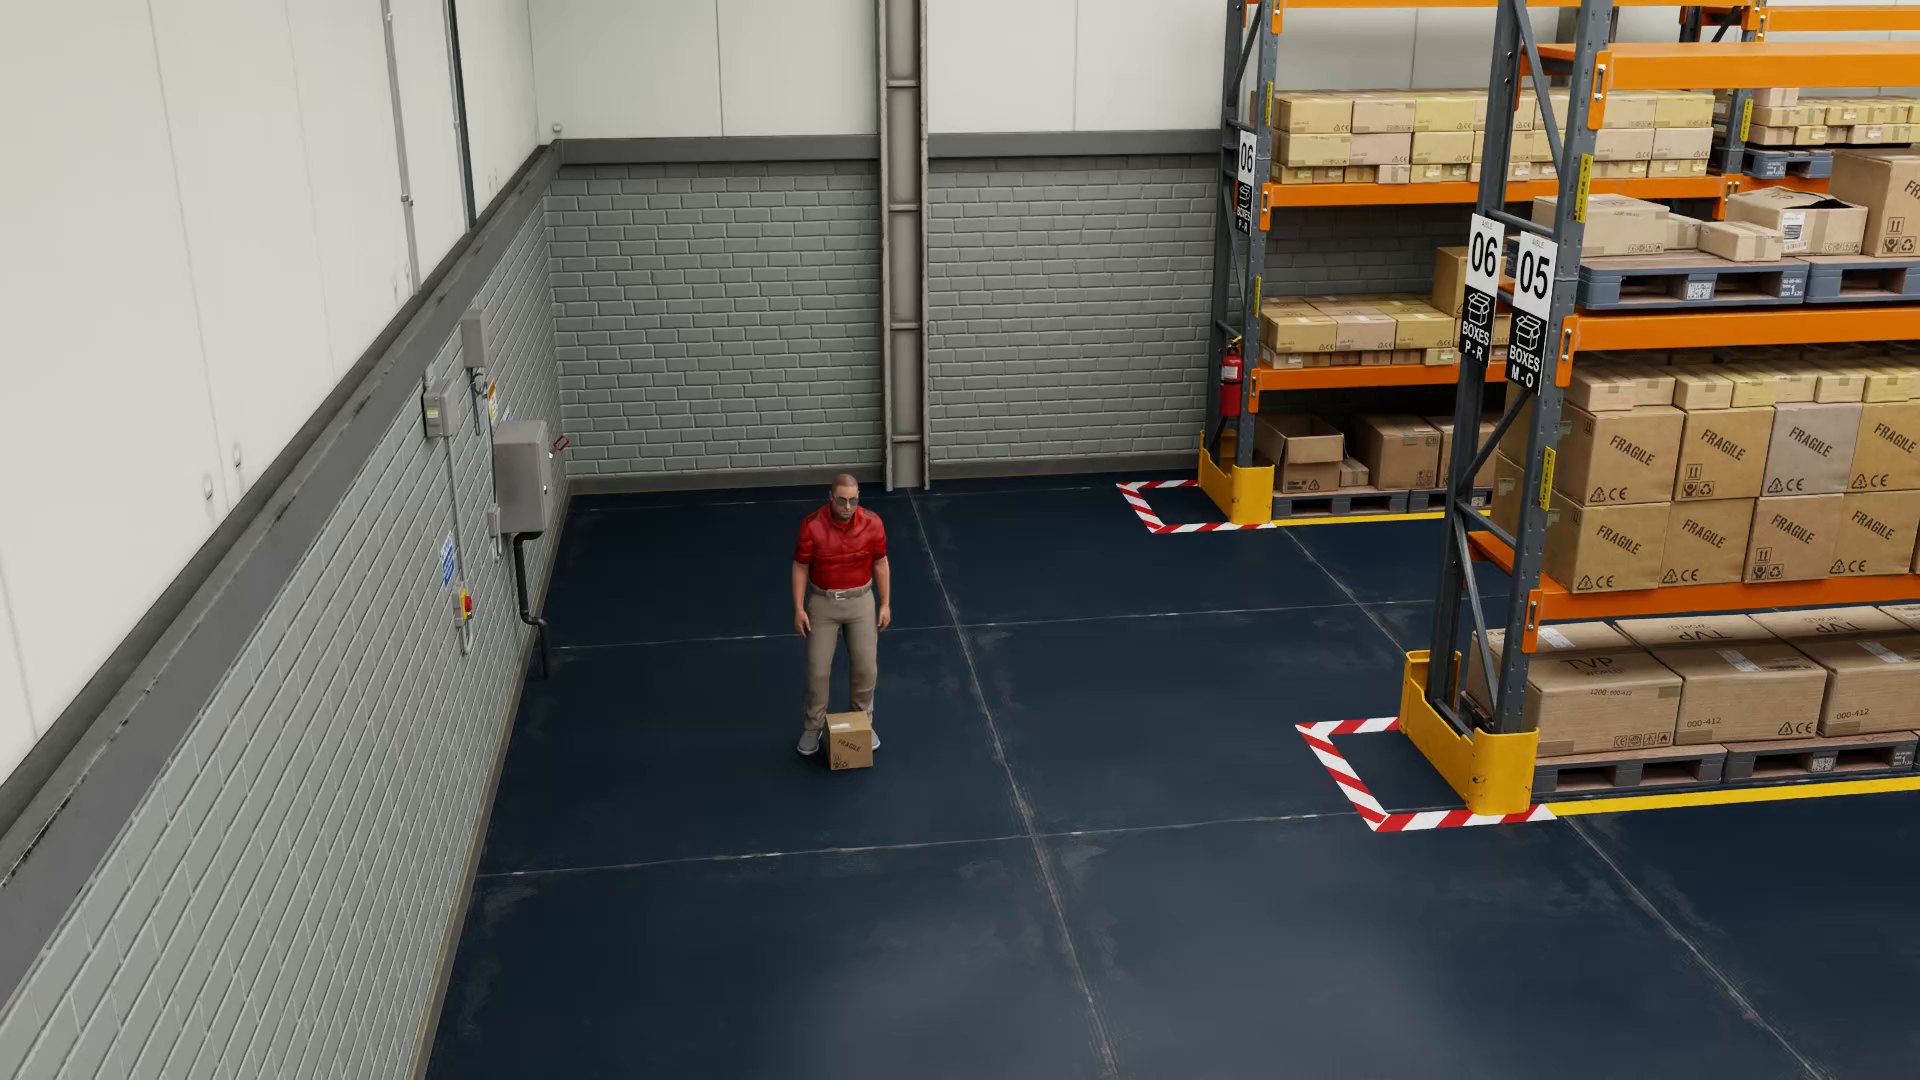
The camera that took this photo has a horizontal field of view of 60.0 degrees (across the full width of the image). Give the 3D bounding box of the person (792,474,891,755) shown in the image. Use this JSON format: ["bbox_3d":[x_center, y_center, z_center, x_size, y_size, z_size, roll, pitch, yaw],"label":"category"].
[{"bbox_3d":[-0.709,0.419,9.933,0.605,1.726,0.402,-4,20,-11],"label":"person"}]
